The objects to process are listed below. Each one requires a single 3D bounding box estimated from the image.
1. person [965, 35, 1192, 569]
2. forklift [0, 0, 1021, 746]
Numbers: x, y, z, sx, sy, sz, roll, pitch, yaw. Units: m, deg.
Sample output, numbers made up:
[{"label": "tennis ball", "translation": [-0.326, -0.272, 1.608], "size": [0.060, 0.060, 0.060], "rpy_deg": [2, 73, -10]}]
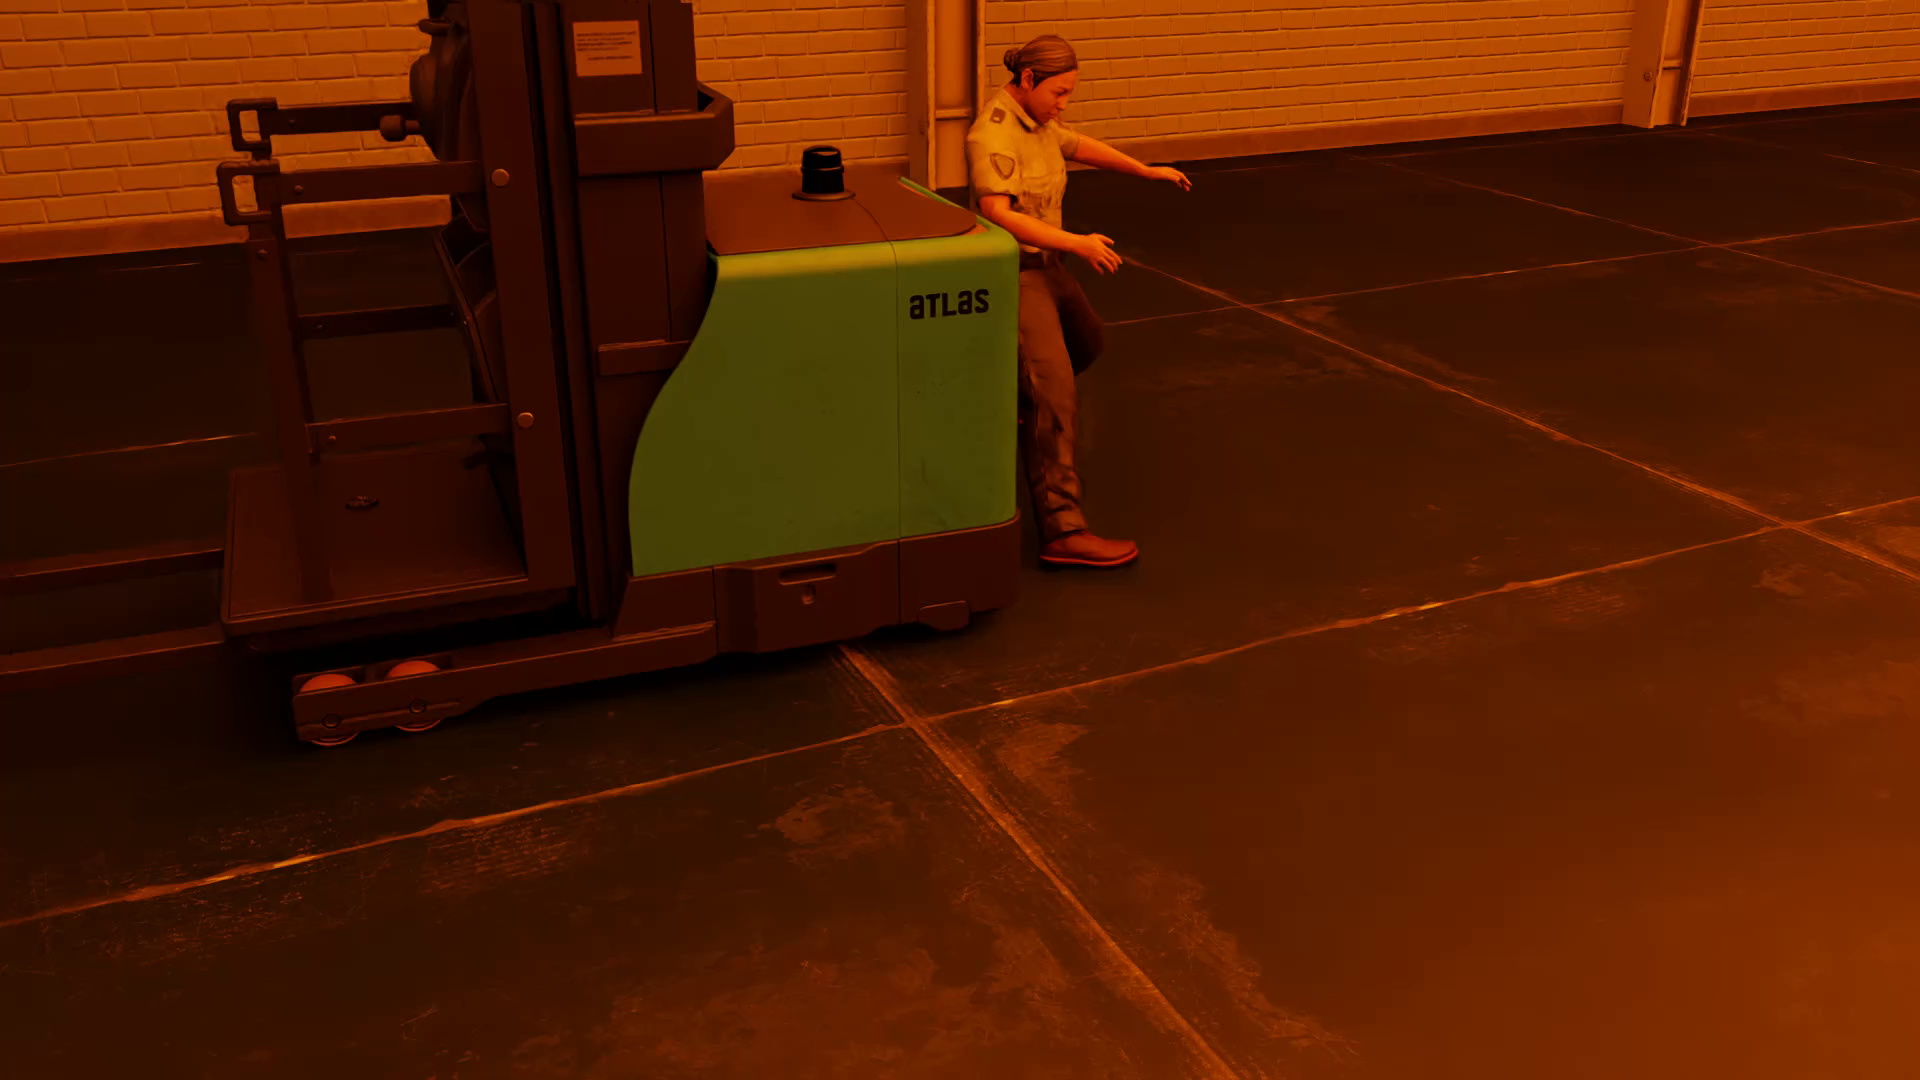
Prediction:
[{"label": "person", "translation": [0.331, -0.836, 5.225], "size": [0.789, 1.449, 1.285], "rpy_deg": [8, 24, 19]}, {"label": "forklift", "translation": [-1.407, -1.095, 3.923], "size": [3.031, 2.935, 1.130], "rpy_deg": [-8, 24, -19]}]
